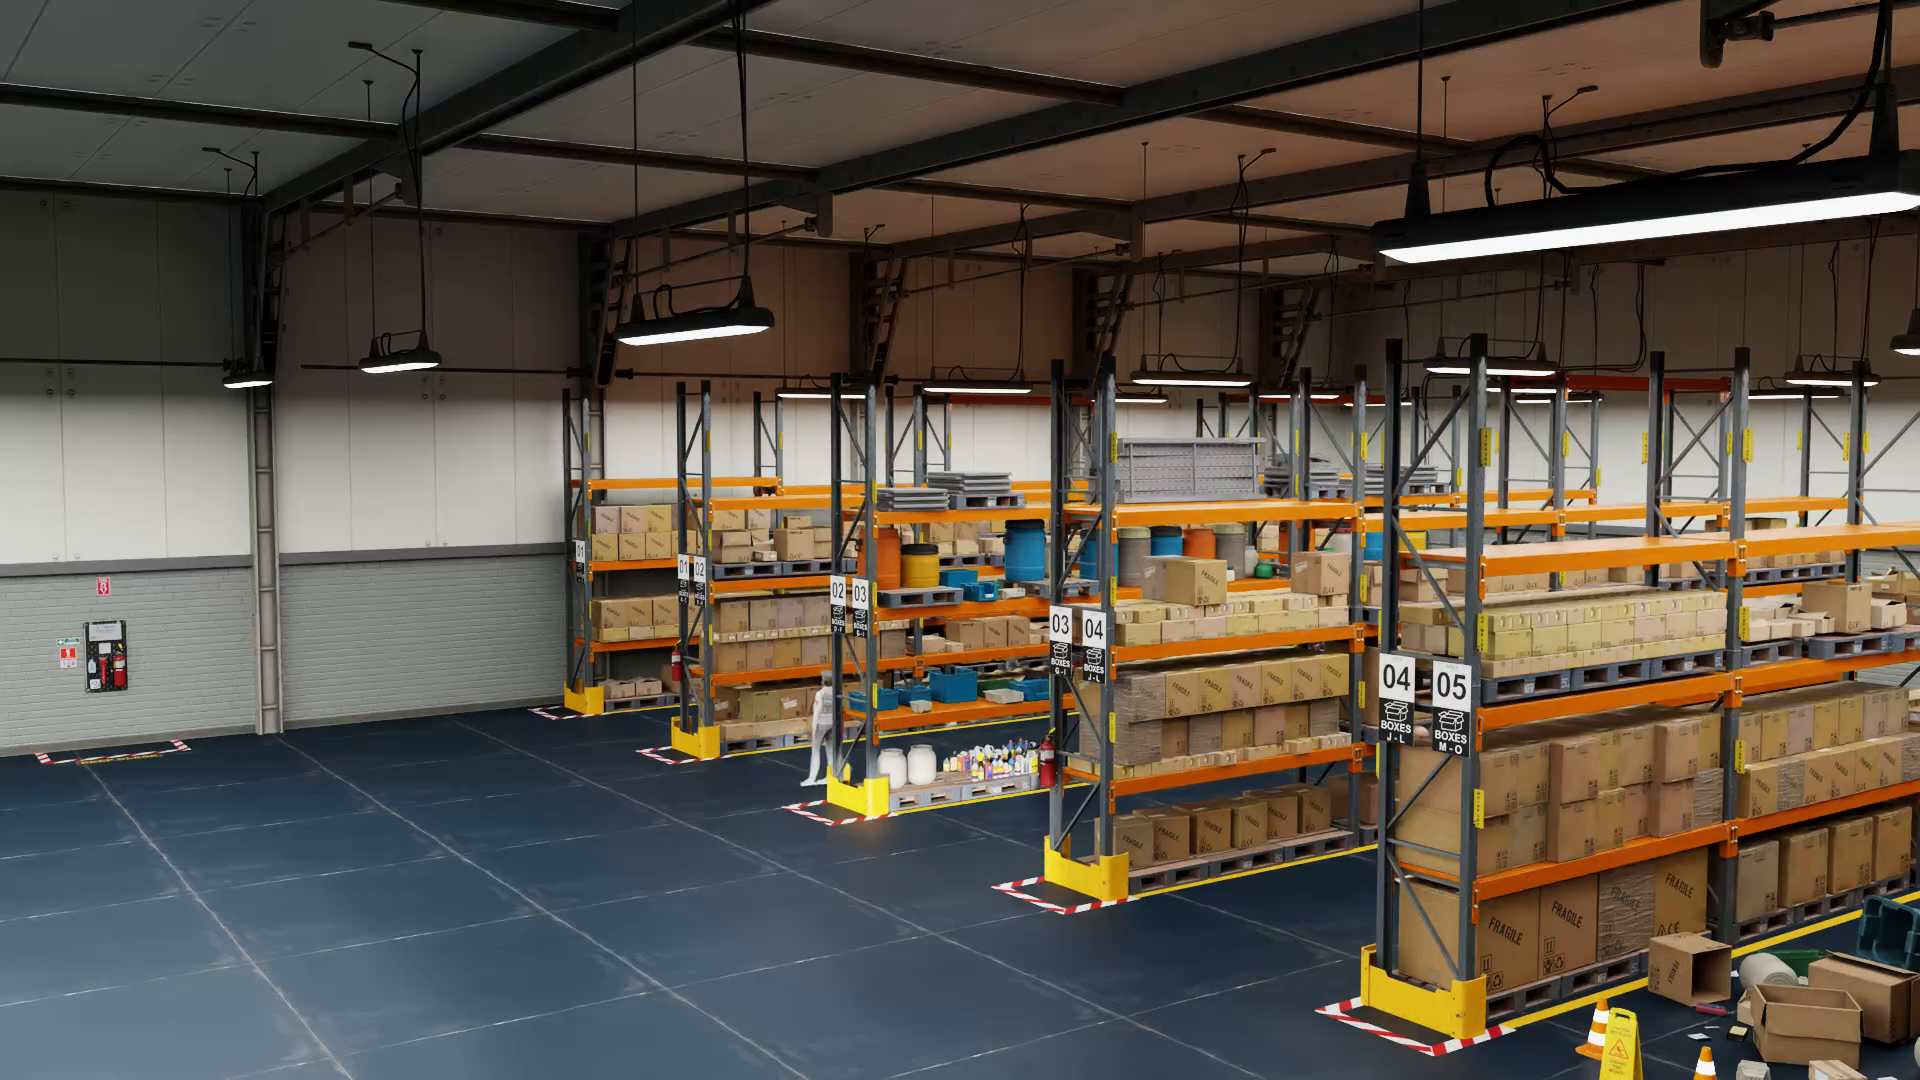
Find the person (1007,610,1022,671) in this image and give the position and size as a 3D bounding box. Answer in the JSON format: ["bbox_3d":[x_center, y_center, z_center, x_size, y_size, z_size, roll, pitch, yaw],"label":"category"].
[{"bbox_3d":[1.100,2.156,34.283,0.940,1.613,0.484,-4,5,-45],"label":"person"}]

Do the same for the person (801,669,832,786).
[{"bbox_3d":[-2.027,2.753,24.437,0.577,1.695,0.391,-4,5,-44],"label":"person"}]

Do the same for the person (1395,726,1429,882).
[{"bbox_3d":[5.244,3.033,19.214,0.419,1.788,0.610,1,4,17],"label":"person"}]
